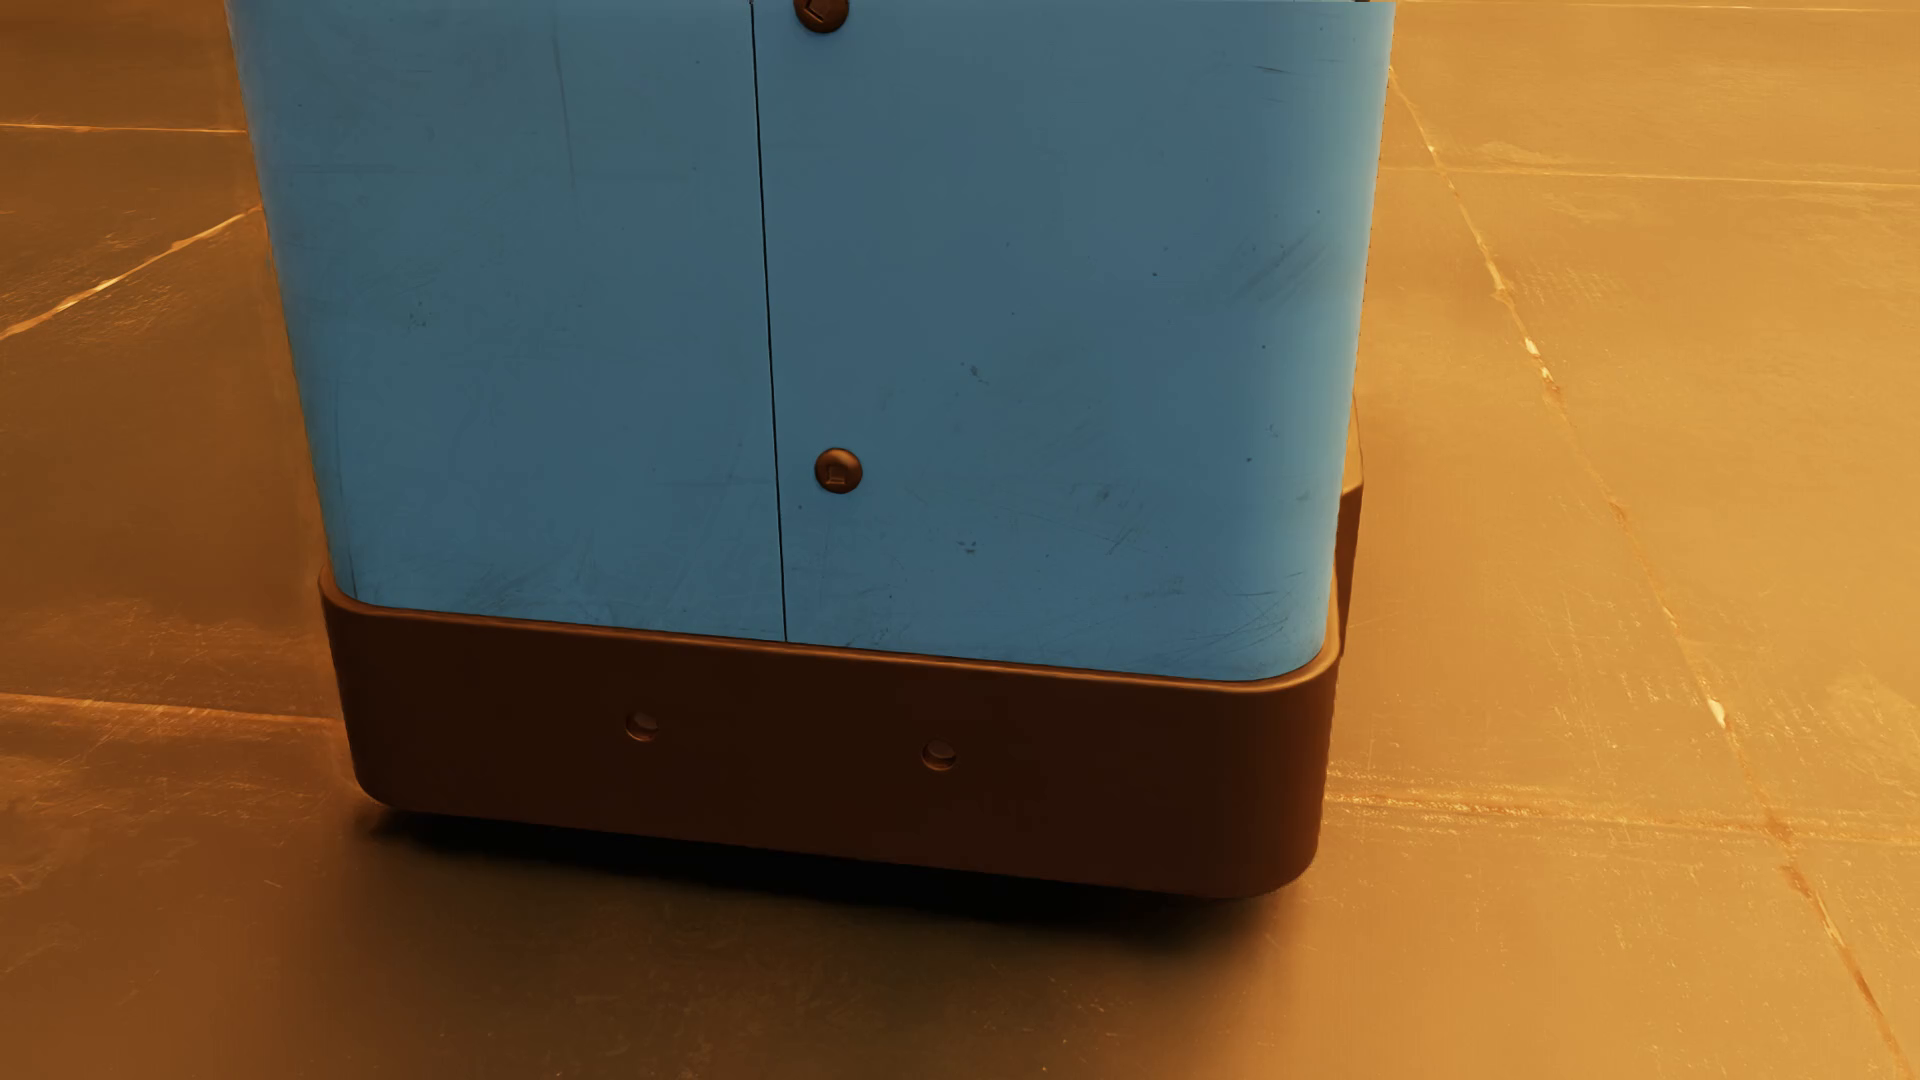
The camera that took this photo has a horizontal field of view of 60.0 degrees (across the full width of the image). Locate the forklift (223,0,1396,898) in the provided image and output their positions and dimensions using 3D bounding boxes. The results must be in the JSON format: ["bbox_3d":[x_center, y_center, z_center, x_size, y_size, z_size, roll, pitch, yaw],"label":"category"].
[{"bbox_3d":[0.091,-1.593,2.411,1.130,2.935,3.031,4,27,9],"label":"forklift"}]
